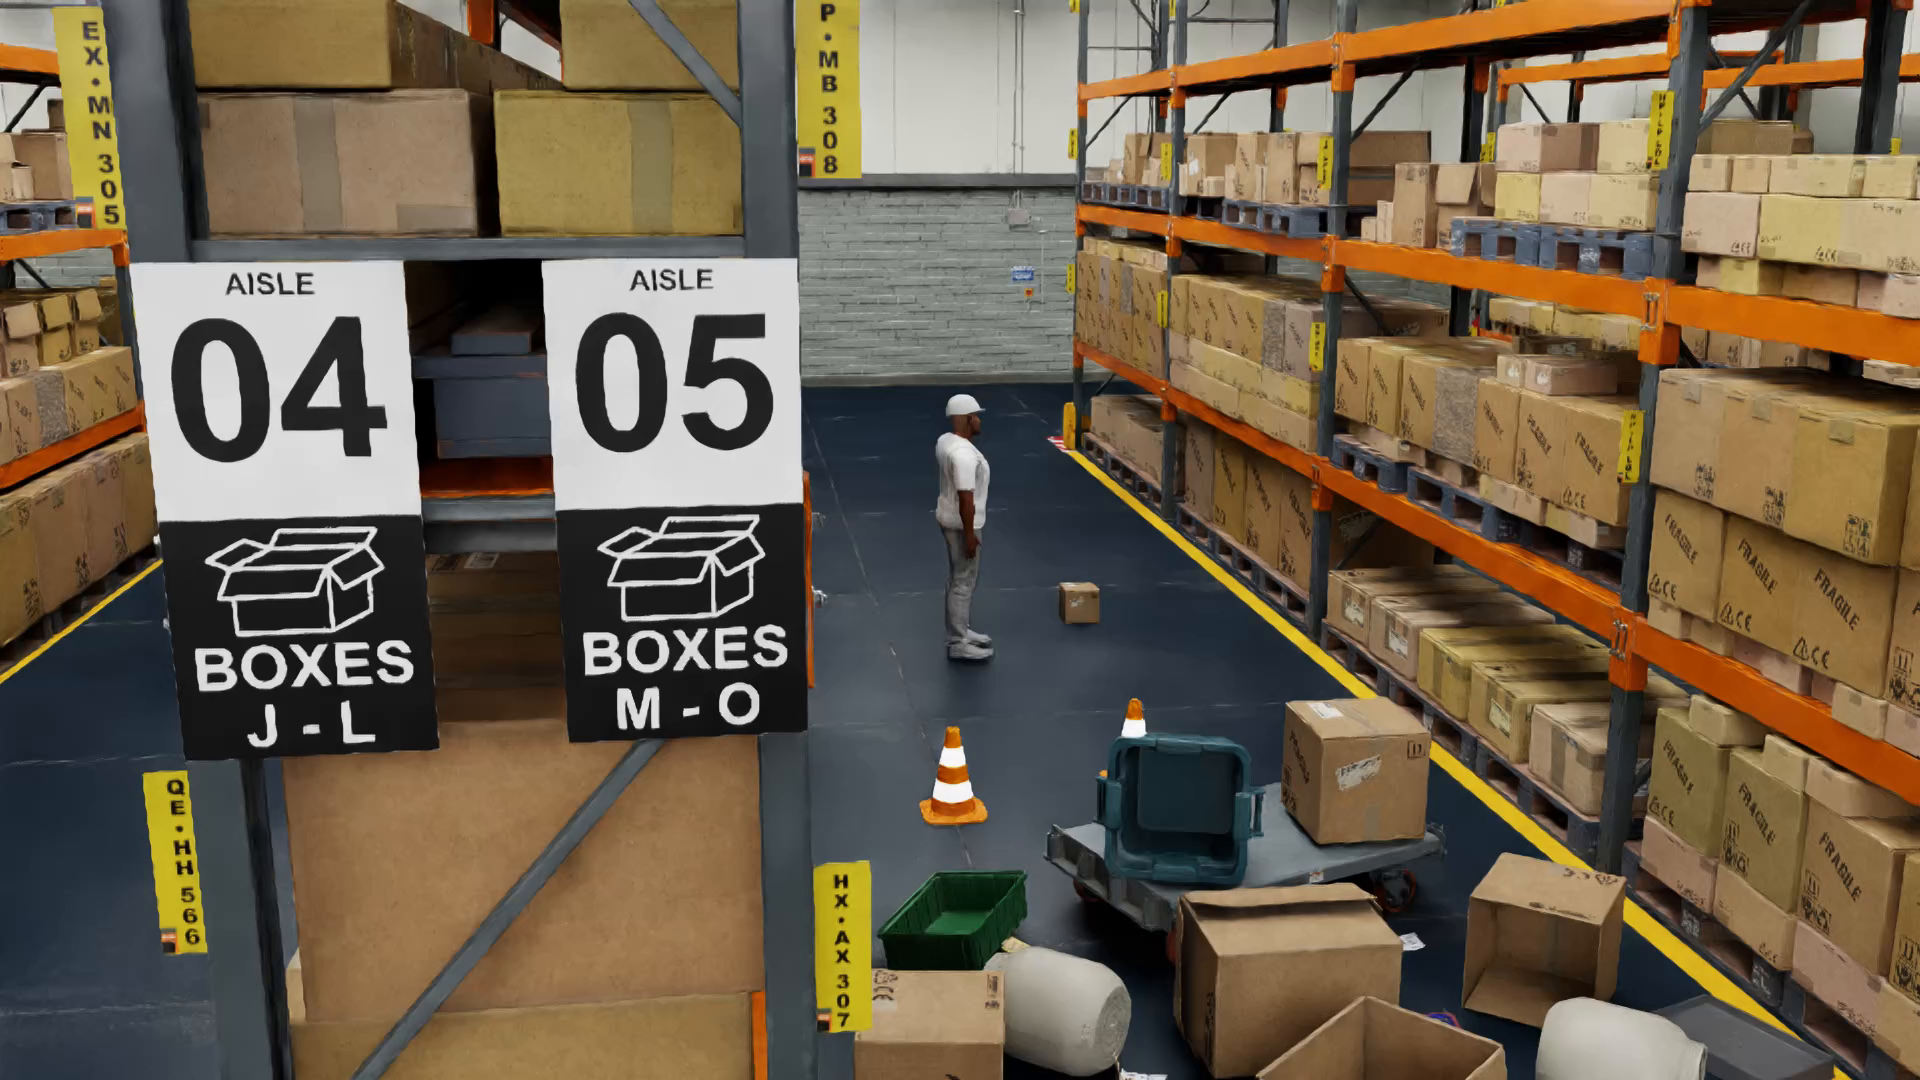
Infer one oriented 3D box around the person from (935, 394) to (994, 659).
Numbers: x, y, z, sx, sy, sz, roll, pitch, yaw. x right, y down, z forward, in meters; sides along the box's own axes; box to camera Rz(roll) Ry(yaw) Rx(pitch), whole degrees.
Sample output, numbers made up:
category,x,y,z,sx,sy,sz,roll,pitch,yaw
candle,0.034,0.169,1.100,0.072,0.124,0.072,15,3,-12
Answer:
category,x,y,z,sx,sy,sz,roll,pitch,yaw
person,0.040,-0.108,11.293,0.388,1.771,0.613,-3,13,-11
